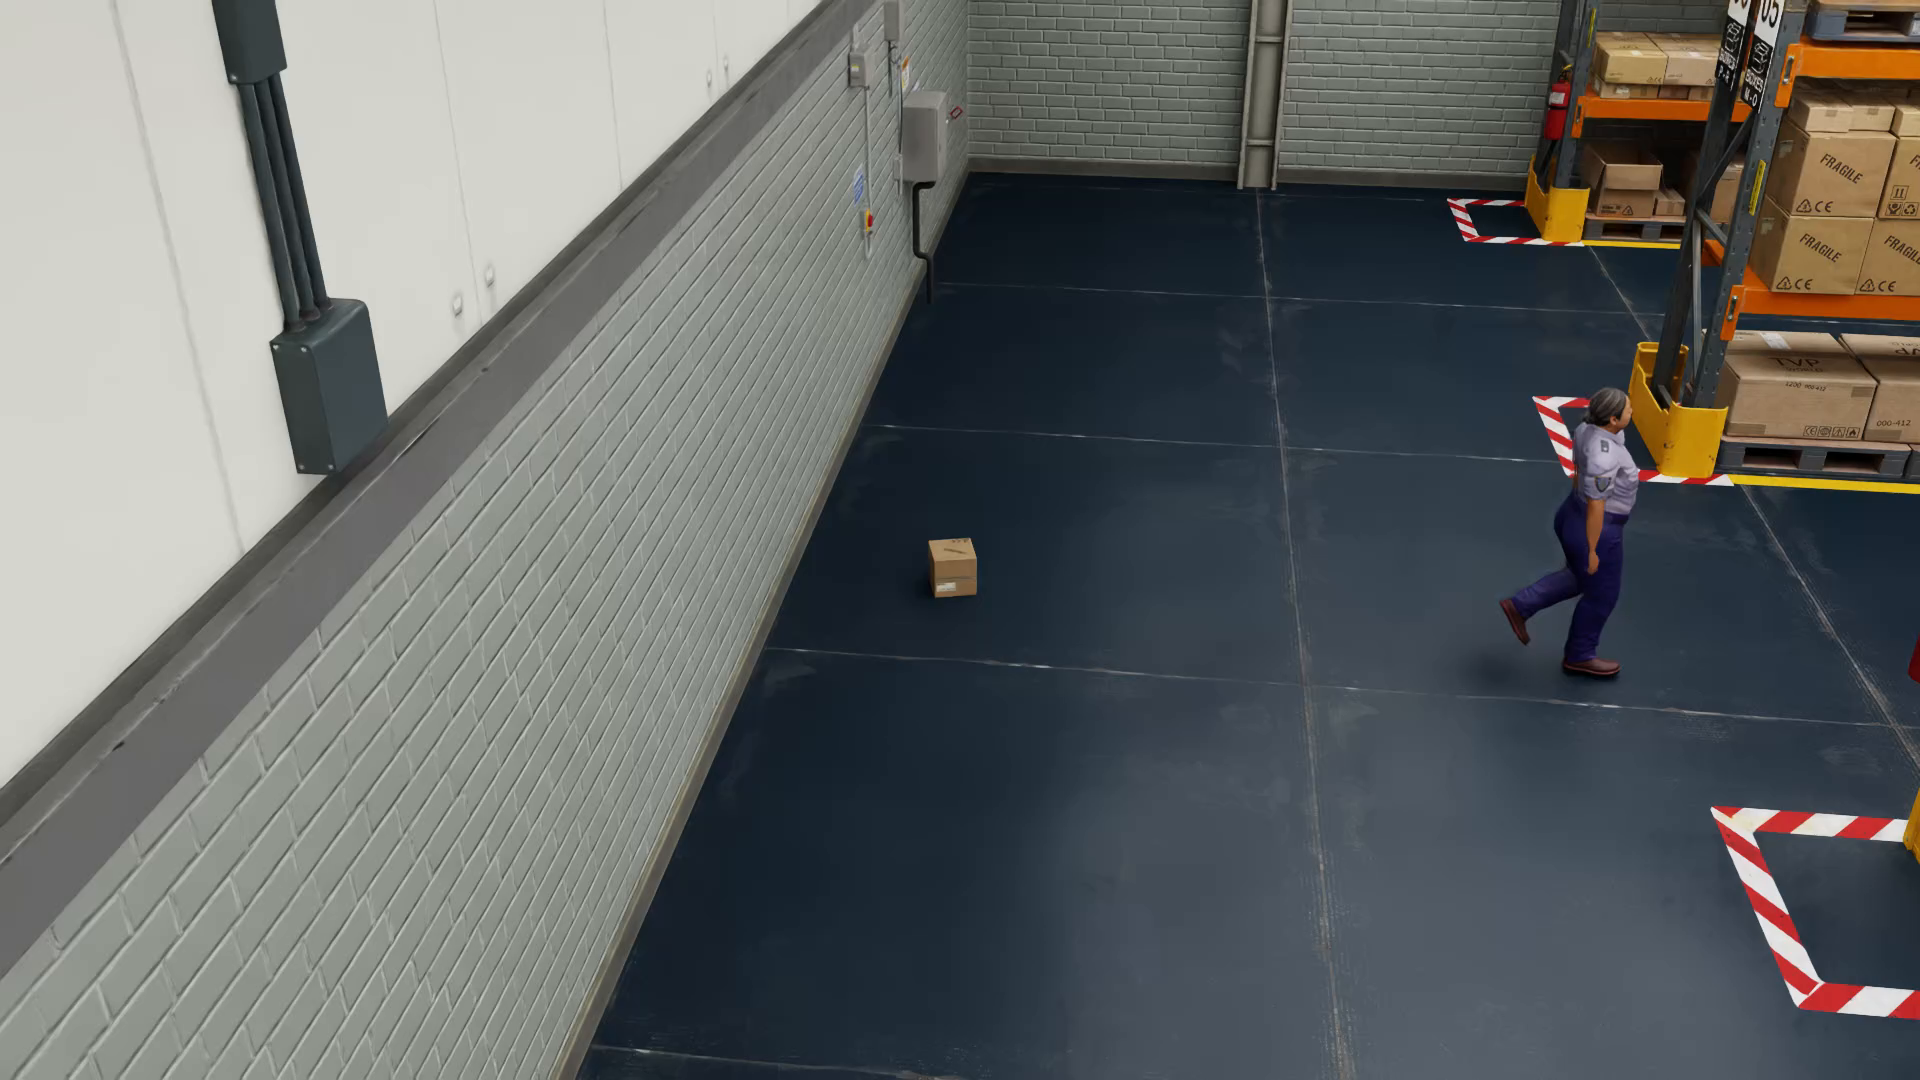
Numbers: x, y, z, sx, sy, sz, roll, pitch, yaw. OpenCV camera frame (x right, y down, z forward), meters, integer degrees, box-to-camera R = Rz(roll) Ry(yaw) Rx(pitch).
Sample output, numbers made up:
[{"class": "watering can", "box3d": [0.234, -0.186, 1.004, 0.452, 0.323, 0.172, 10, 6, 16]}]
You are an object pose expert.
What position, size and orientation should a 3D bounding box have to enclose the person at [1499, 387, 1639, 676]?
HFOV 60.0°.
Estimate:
[{"class": "person", "box3d": [3.256, -0.058, 8.712, 0.646, 1.628, 0.480, 3, 29, 5]}]
